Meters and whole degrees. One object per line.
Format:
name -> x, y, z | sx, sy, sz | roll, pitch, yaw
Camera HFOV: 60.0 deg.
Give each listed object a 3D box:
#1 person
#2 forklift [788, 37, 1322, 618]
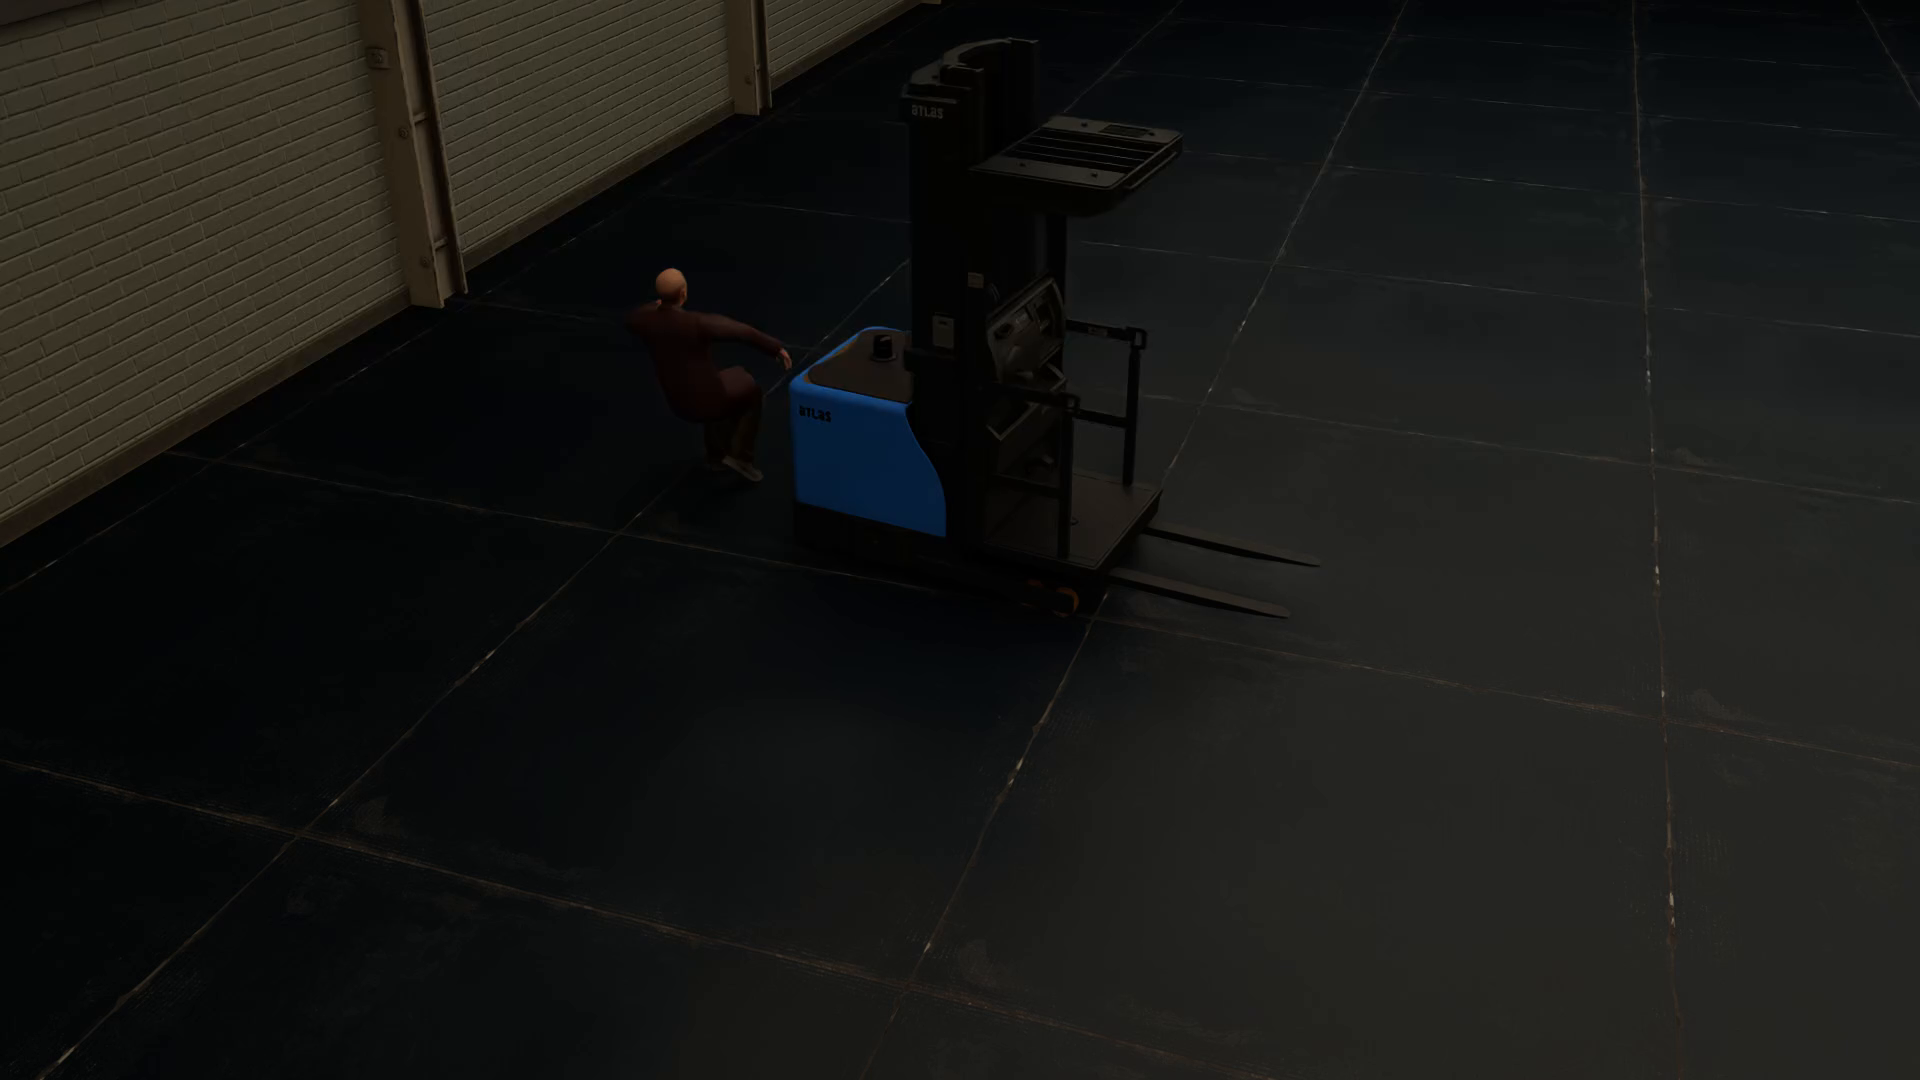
person -> -1.528, -1.045, 10.398 | 1.118, 1.522, 0.872 | 10, 31, 16
forklift -> 0.551, -1.142, 9.140 | 3.031, 2.935, 1.130 | 14, 32, 23
